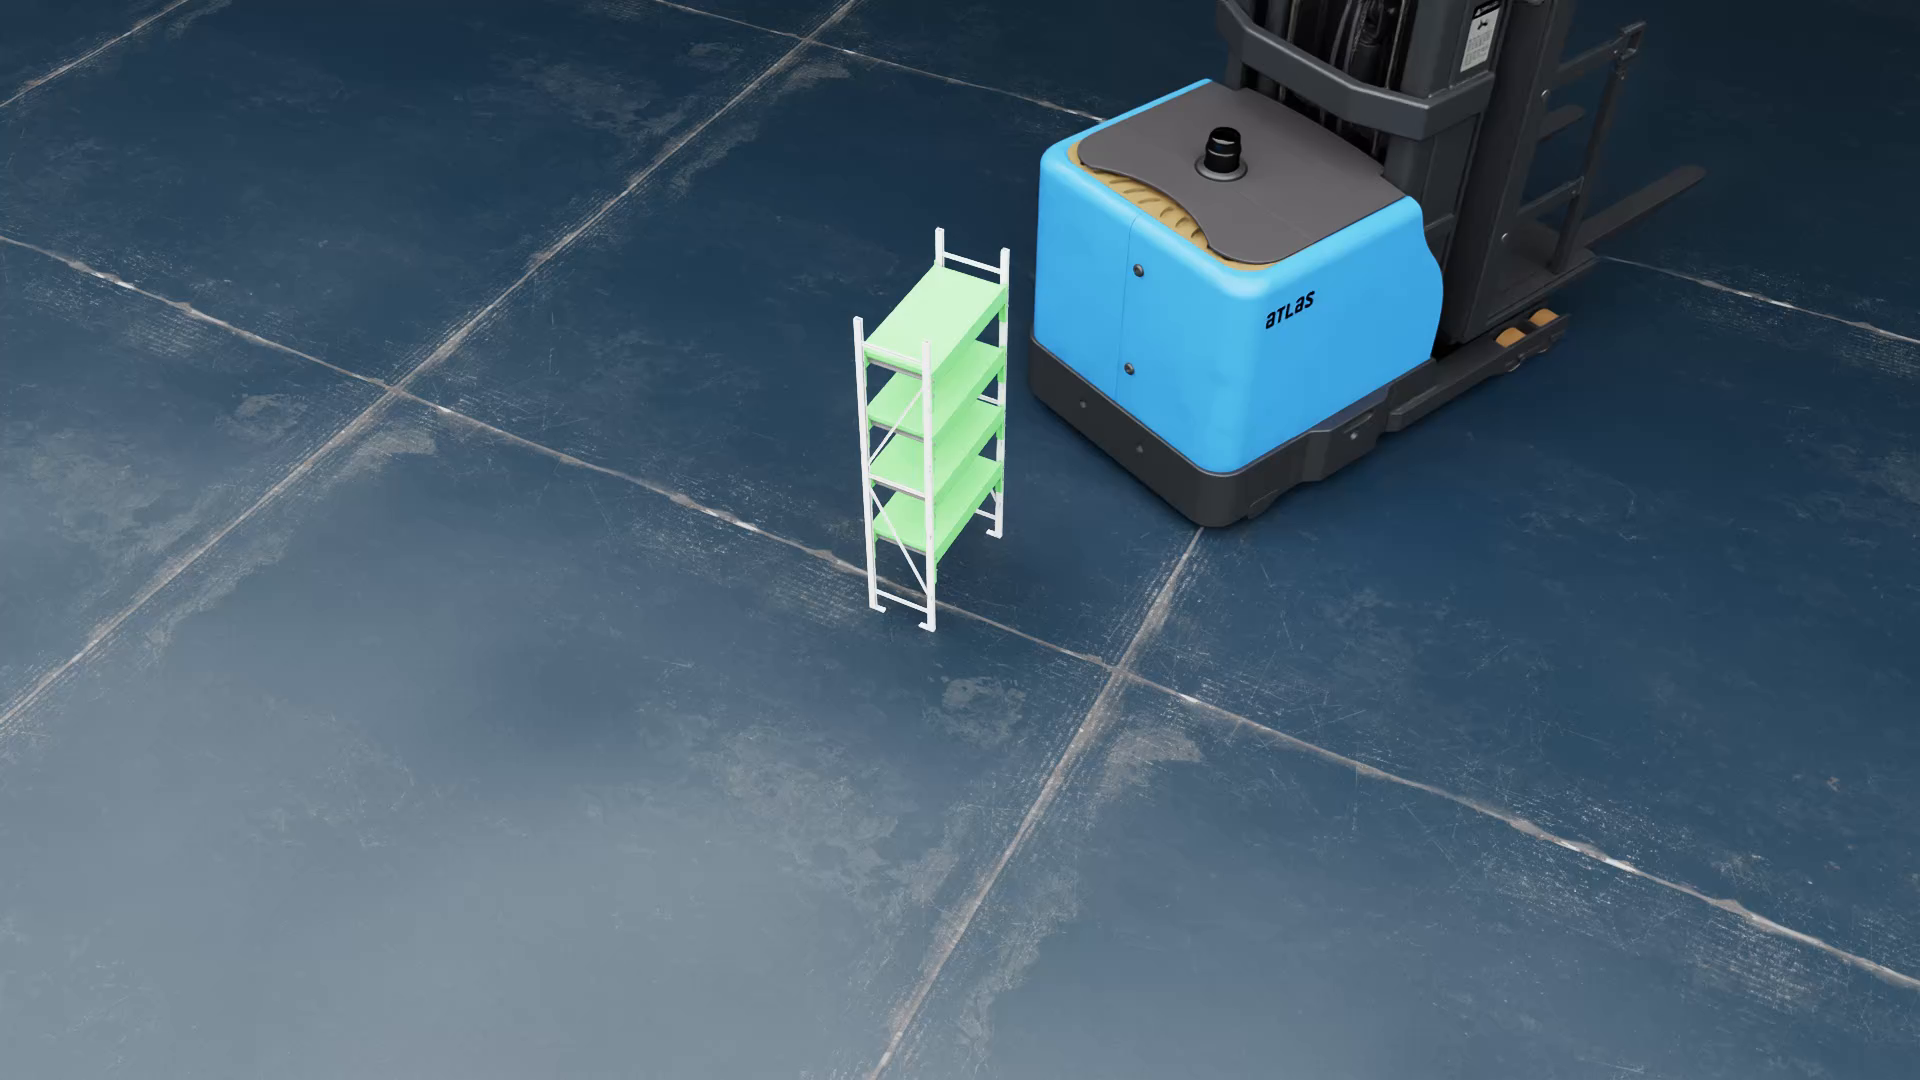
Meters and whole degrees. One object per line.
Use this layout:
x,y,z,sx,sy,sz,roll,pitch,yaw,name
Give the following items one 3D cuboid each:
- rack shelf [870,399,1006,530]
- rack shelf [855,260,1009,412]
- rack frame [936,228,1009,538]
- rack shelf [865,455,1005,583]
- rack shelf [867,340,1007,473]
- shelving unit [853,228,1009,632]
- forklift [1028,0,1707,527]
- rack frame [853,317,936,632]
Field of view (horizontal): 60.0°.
-0.077,-0.273,5.266,0.258,0.148,0.480,20,49,19,rack shelf
-0.077,-0.610,4.924,0.258,0.148,0.480,20,49,19,rack shelf
0.036,-0.471,5.372,0.240,1.200,0.015,20,49,19,rack frame
-0.077,-0.104,5.436,0.258,0.148,0.480,20,49,19,rack shelf
-0.077,-0.441,5.095,0.258,0.148,0.480,20,49,19,rack shelf
-0.077,-0.317,5.220,0.258,1.200,0.503,20,49,19,shelving unit
1.728,-1.947,5.613,3.031,2.935,1.130,-29,52,-26,forklift
-0.190,-0.164,5.068,0.240,1.200,0.015,20,49,19,rack frame
